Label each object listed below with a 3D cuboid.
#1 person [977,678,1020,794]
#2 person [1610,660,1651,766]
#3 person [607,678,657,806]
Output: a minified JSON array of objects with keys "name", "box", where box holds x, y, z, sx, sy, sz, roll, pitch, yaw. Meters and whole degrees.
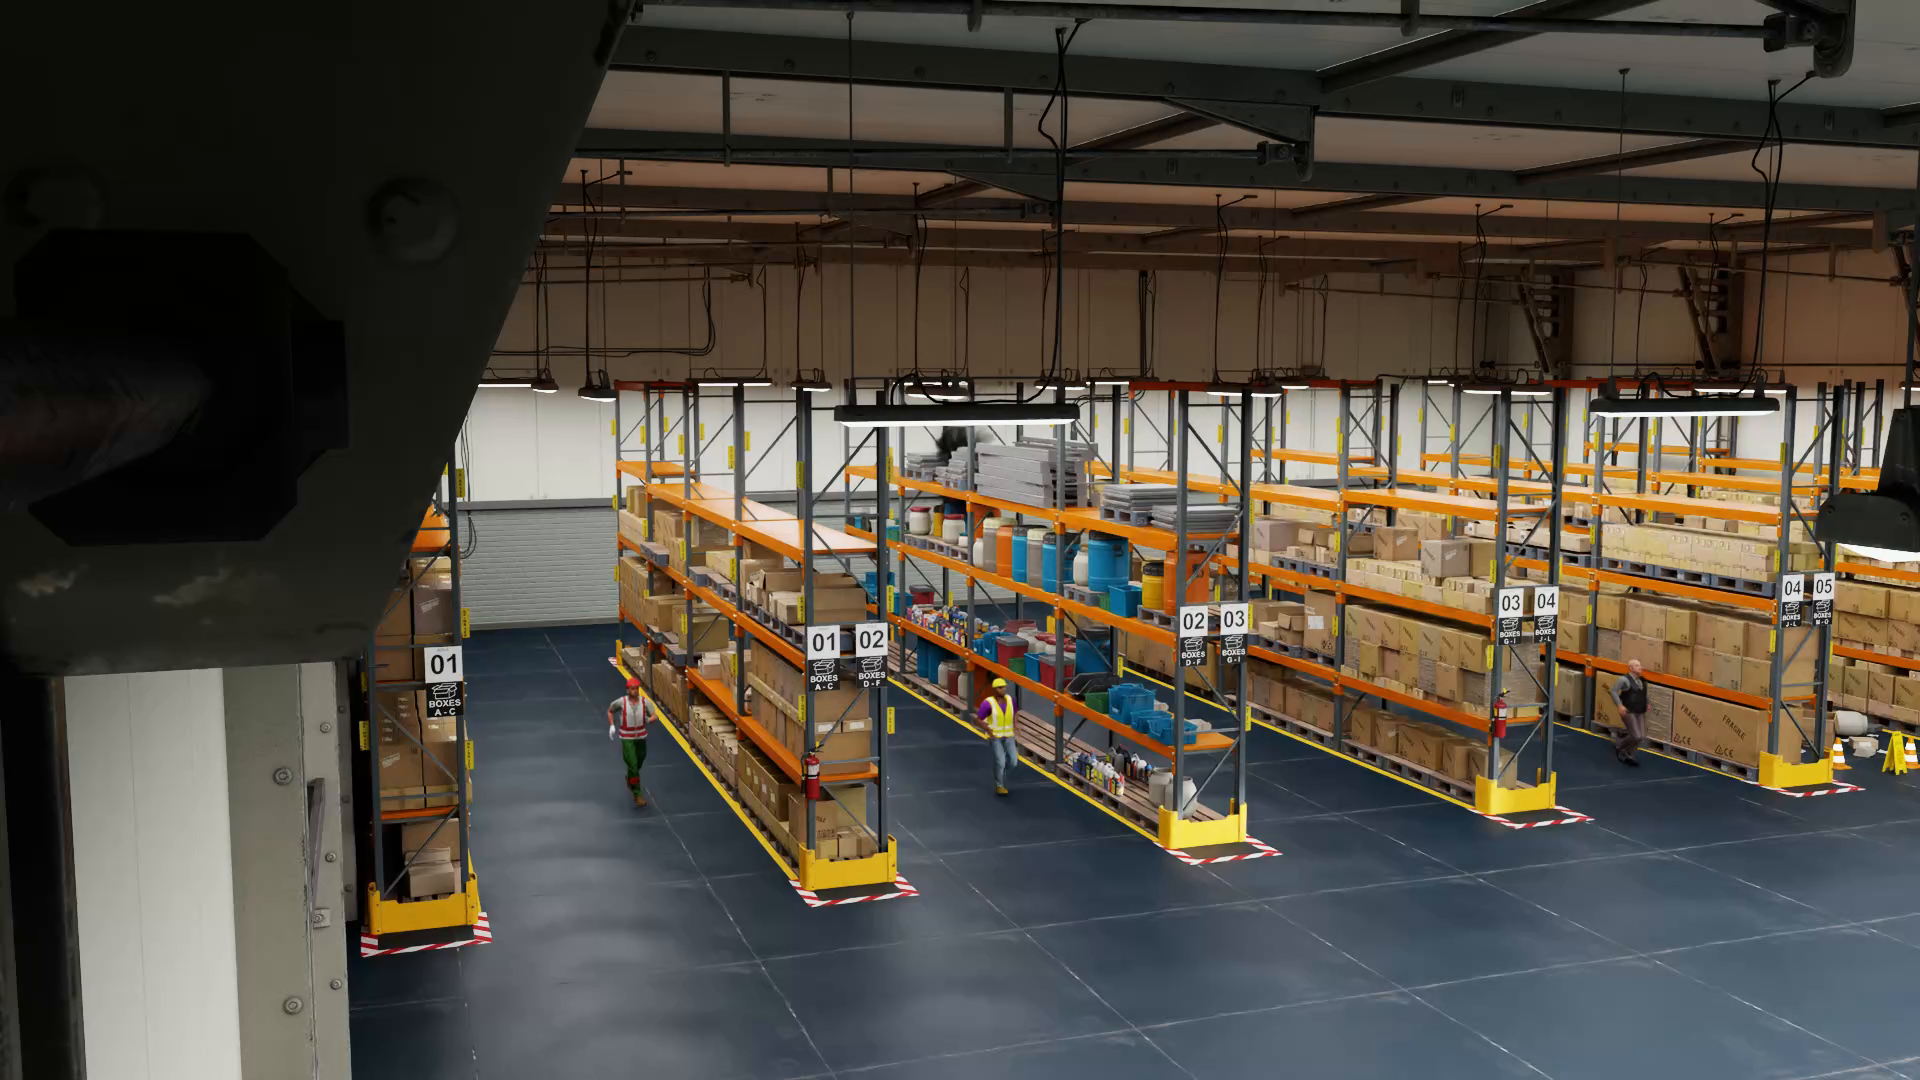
[{"name":"person","box":[0.592,2.883,24.515,0.679,1.721,0.576,-3,7,-23]},{"name":"person","box":[10.618,2.725,26.214,0.666,1.685,0.482,-2,6,-21]},{"name":"person","box":[-4.723,2.865,24.047,0.663,1.777,1.004,-3,7,-28]}]
